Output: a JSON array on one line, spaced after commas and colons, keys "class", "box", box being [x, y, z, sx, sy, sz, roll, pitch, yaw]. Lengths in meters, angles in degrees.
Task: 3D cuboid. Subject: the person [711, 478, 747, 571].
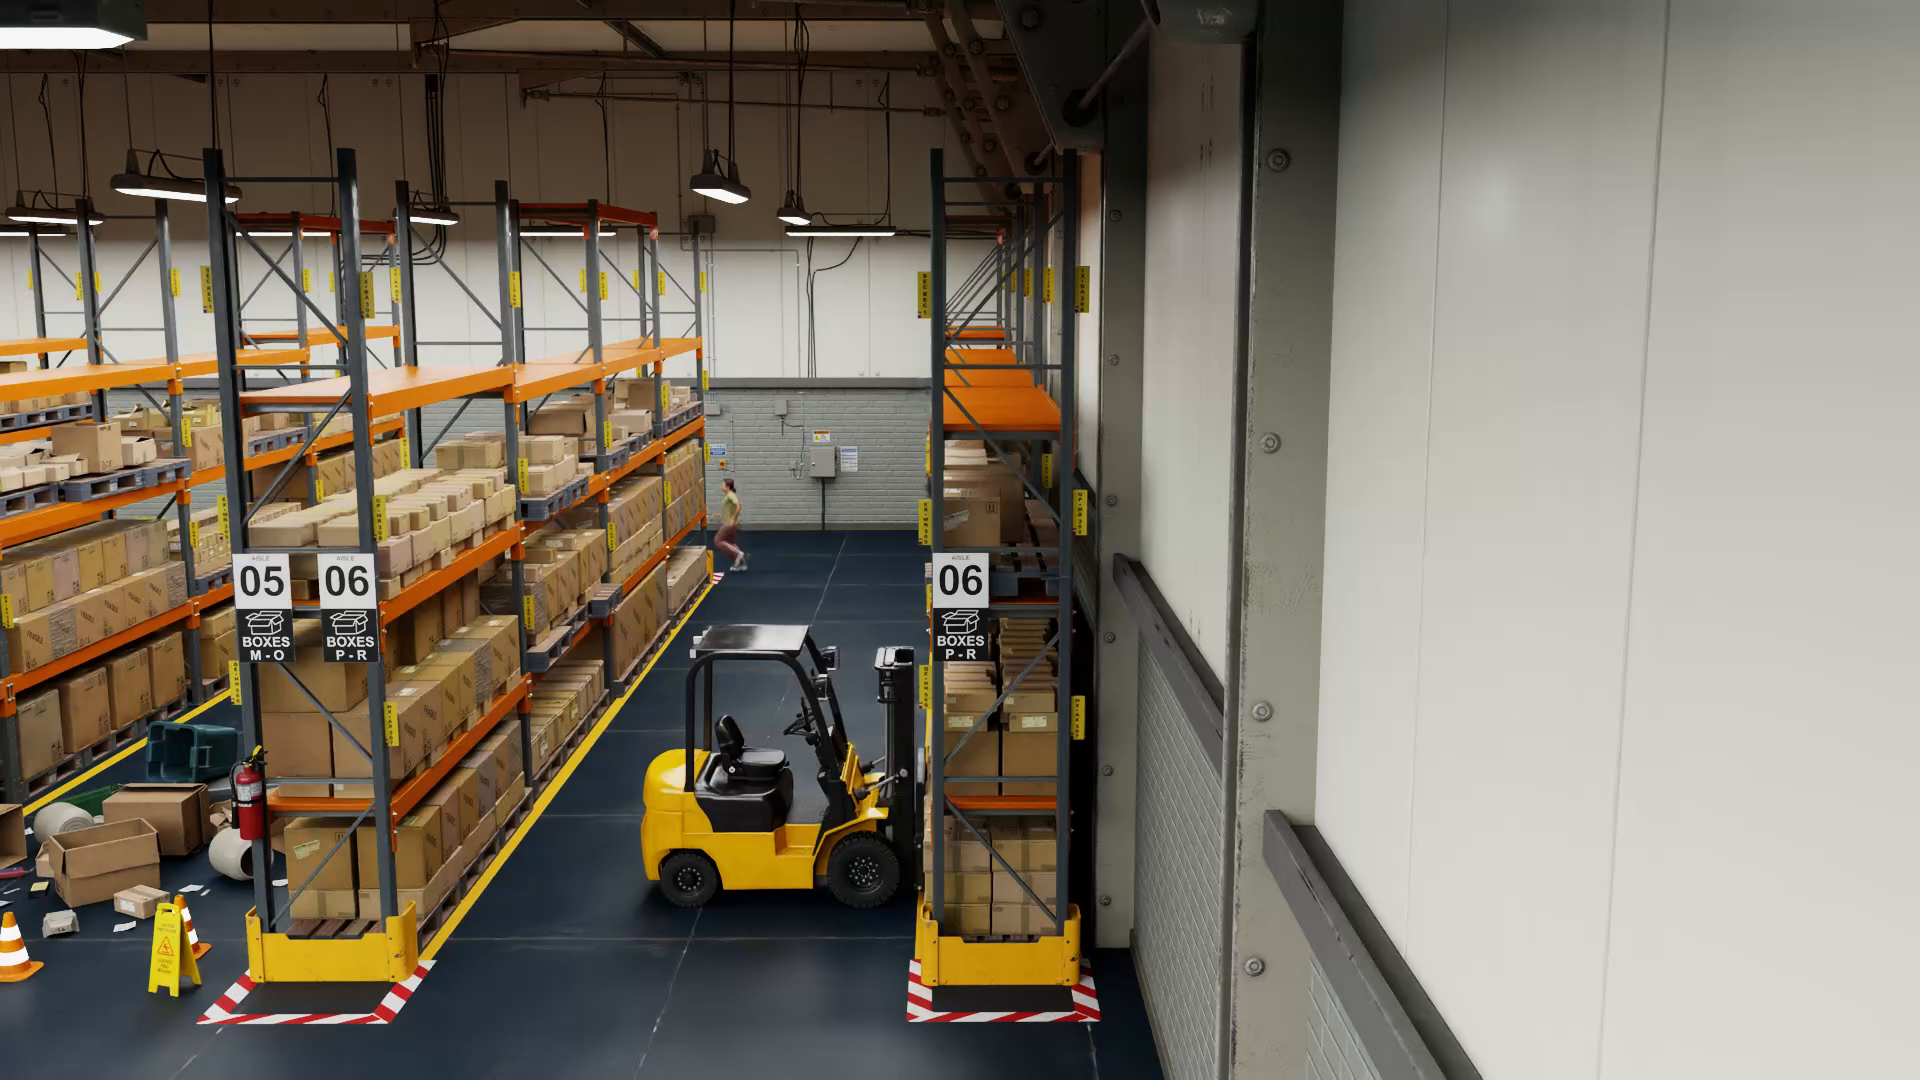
[{"class": "person", "box": [-4.036, -0.267, 28.989, 0.621, 1.624, 0.560, -1, 9, -3]}]
